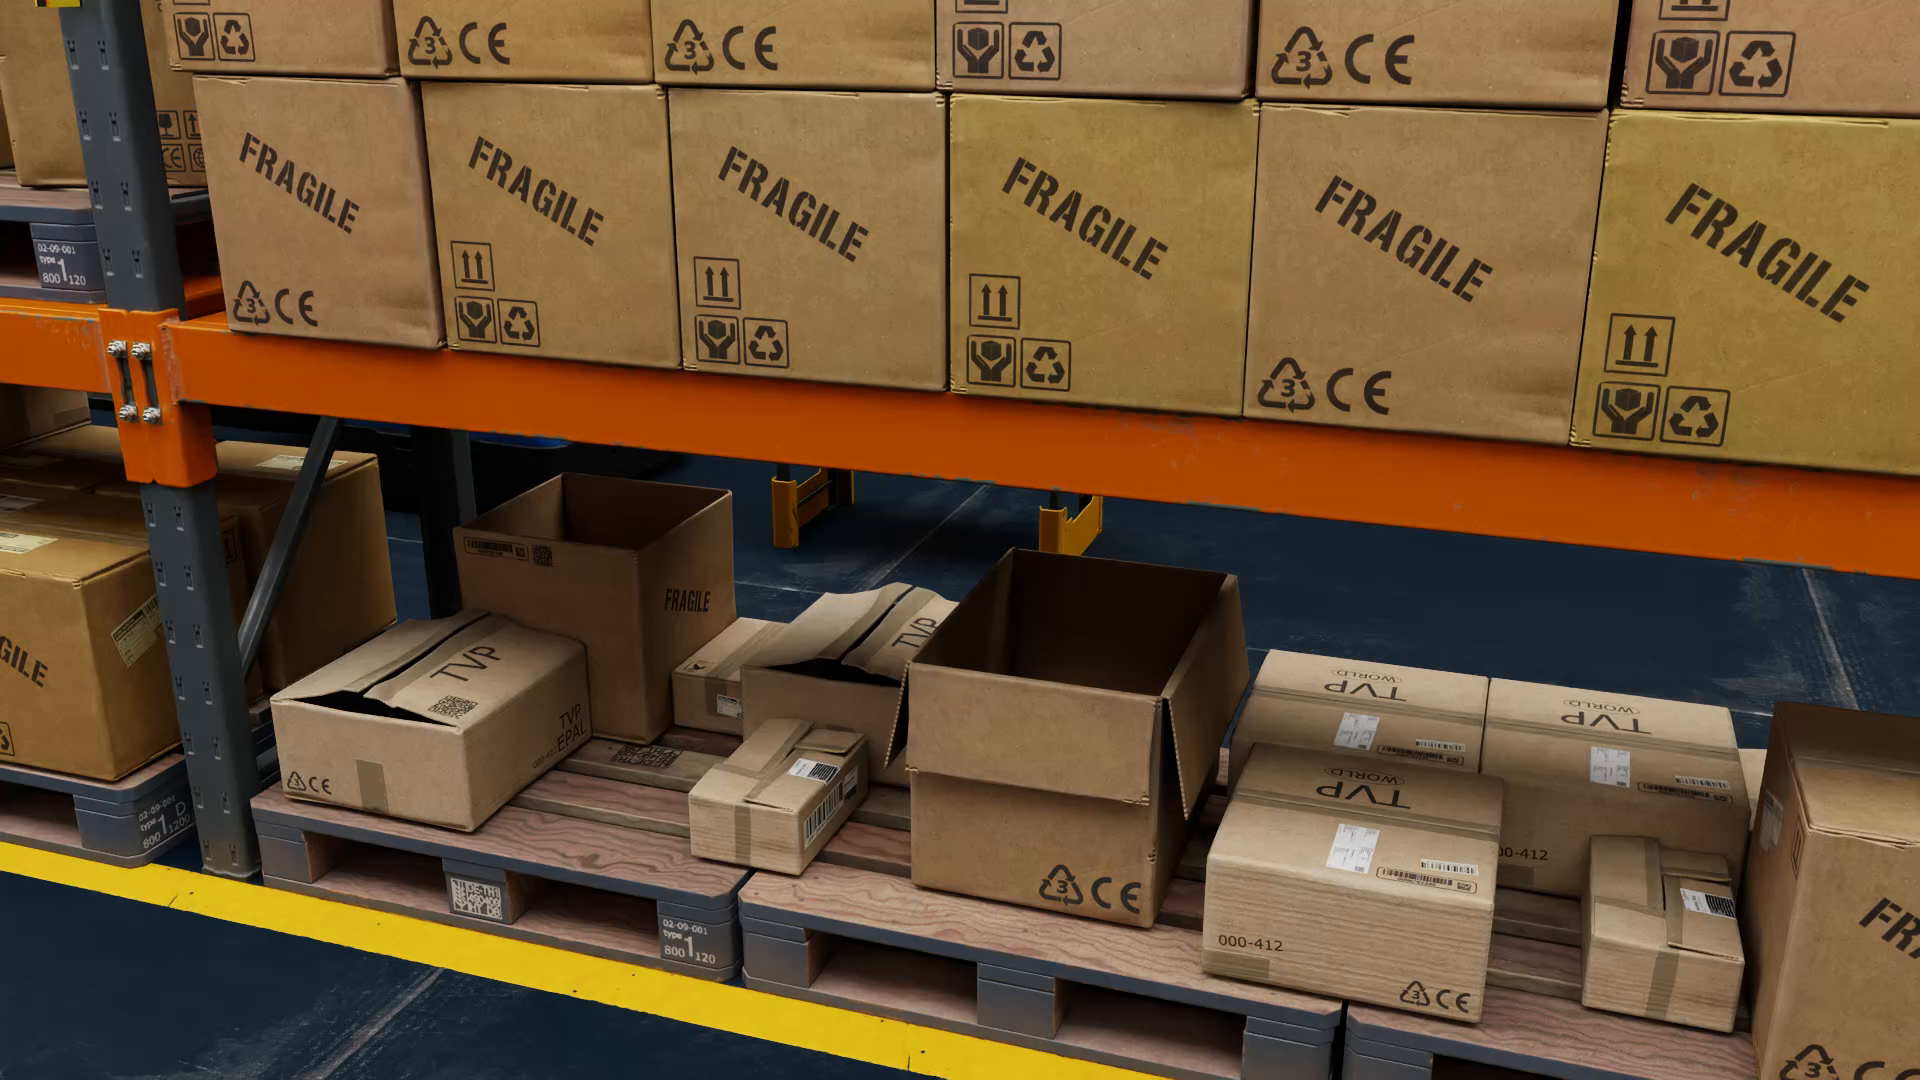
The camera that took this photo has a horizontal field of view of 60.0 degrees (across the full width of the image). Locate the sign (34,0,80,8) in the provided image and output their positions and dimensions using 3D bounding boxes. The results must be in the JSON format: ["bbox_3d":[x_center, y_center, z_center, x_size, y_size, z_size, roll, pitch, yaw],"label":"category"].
[{"bbox_3d":[-1.711,-1.165,3.101,0.005,0.325,0.100,7,20,18],"label":"sign"}]

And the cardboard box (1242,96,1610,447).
[{"bbox_3d":[0.774,-0.480,2.745,0.500,0.500,0.500,7,20,18],"label":"cardboard box"}]

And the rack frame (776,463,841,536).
[{"bbox_3d":[-0.561,-0.772,6.013,0.032,1.500,0.500,7,20,18],"label":"rack frame"}]

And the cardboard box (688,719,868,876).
[{"bbox_3d":[-0.386,0.542,3.600,0.250,0.166,0.380,7,20,18],"label":"cardboard box"}]

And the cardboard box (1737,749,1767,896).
[{"bbox_3d":[1.728,0.592,3.456,0.250,0.166,0.380,7,20,18],"label":"cardboard box"}]

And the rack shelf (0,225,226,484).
[{"bbox_3d":[-3.421,-0.667,4.526,4.000,0.370,1.077,7,20,18],"label":"rack shelf"}]

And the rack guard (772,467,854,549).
[{"bbox_3d":[-0.542,-0.180,6.213,0.087,0.250,0.587,7,20,18],"label":"rack guard"}]

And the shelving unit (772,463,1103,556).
[{"bbox_3d":[-0.072,-0.716,5.853,1.083,1.500,0.587,7,20,18],"label":"shelving unit"}]

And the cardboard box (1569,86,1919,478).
[{"bbox_3d":[1.243,-0.425,2.586,0.500,0.500,0.500,7,20,19],"label":"cardboard box"}]

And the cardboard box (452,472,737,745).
[{"bbox_3d":[-0.901,0.155,4.203,0.500,0.500,0.500,7,20,18],"label":"cardboard box"}]

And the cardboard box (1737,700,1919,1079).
[{"bbox_3d":[1.652,0.632,2.836,0.500,0.500,0.500,7,20,18],"label":"cardboard box"}]

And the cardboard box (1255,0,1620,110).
[{"bbox_3d":[0.767,-0.950,2.572,0.500,0.500,0.500,7,20,20],"label":"cardboard box"}]

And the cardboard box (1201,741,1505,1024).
[{"bbox_3d":[0.765,0.638,3.198,0.500,0.250,0.500,7,20,18],"label":"cardboard box"}]

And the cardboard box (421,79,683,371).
[{"bbox_3d":[-0.655,-0.644,3.215,0.500,0.500,0.500,7,20,19],"label":"cardboard box"}]

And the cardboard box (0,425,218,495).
[{"bbox_3d":[-2.416,0.000,4.650,0.500,0.500,0.500,7,20,19],"label":"cardboard box"}]

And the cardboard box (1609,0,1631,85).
[{"bbox_3d":[1.418,-1.062,2.895,0.500,0.500,0.500,7,20,19],"label":"cardboard box"}]

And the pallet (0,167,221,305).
[{"bbox_3d":[-2.251,-0.820,4.165,1.213,0.211,1.003,7,20,18],"label":"pallet"}]

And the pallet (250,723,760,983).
[{"bbox_3d":[-0.883,0.600,4.033,1.213,0.211,1.003,7,20,18],"label":"pallet"}]

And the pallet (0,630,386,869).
[{"bbox_3d":[-2.313,0.450,4.465,1.213,0.211,1.003,7,20,18],"label":"pallet"}]

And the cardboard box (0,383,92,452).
[{"bbox_3d":[-2.853,-0.408,4.681,0.500,0.250,0.500,7,20,18],"label":"cardboard box"}]

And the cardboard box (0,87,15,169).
[{"bbox_3d":[-2.576,-1.212,4.205,0.500,0.500,0.700,10,22,27],"label":"cardboard box"}]

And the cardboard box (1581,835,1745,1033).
[{"bbox_3d":[1.299,0.717,3.097,0.250,0.166,0.380,7,20,18],"label":"cardboard box"}]

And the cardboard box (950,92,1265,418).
[{"bbox_3d":[0.298,-0.535,2.901,0.500,0.500,0.500,6,20,17],"label":"cardboard box"}]

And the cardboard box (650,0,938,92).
[{"bbox_3d":[-0.206,-1.061,2.891,0.500,0.500,0.500,6,20,16],"label":"cardboard box"}]

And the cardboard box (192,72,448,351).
[{"bbox_3d":[-1.140,-0.698,3.370,0.500,0.500,0.500,7,20,19],"label":"cardboard box"}]

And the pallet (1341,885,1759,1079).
[{"bbox_3d":[1.421,0.864,3.277,1.213,0.211,1.003,7,20,18],"label":"pallet"}]

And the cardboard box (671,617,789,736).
[{"bbox_3d":[-0.527,0.343,4.199,0.250,0.149,0.380,7,20,18],"label":"cardboard box"}]

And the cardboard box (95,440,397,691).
[{"bbox_3d":[-1.909,0.054,4.494,0.500,0.500,0.500,6,20,16],"label":"cardboard box"}]

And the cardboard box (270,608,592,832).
[{"bbox_3d":[-1.206,0.384,3.835,0.500,0.311,0.500,7,20,18],"label":"cardboard box"}]

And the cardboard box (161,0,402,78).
[{"bbox_3d":[-1.179,-1.172,3.210,0.500,0.500,0.500,7,20,19],"label":"cardboard box"}]

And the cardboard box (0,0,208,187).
[{"bbox_3d":[-1.906,-1.157,4.049,0.500,0.500,0.700,0,19,0],"label":"cardboard box"}]

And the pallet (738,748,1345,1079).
[{"bbox_3d":[0.273,0.732,3.657,1.213,0.211,1.003,7,20,18],"label":"pallet"}]

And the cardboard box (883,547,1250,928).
[{"bbox_3d":[0.245,0.382,3.549,0.637,0.503,0.797,7,20,18],"label":"cardboard box"}]

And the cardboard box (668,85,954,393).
[{"bbox_3d":[-0.183,-0.589,3.058,0.500,0.500,0.500,6,20,18],"label":"cardboard box"}]

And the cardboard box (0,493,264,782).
[{"bbox_3d":[-2.092,0.218,4.024,0.500,0.500,0.500,6,20,18],"label":"cardboard box"}]

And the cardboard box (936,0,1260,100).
[{"bbox_3d":[0.282,-1.005,2.731,0.500,0.500,0.500,7,20,20],"label":"cardboard box"}]

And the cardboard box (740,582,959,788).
[{"bbox_3d":[-0.192,0.325,4.002,0.500,0.311,0.500,7,20,18],"label":"cardboard box"}]

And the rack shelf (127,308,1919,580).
[{"bbox_3d":[0.357,-0.235,3.287,4.000,0.370,1.077,7,20,18],"label":"rack shelf"}]

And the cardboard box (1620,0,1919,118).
[{"bbox_3d":[1.259,-0.895,2.416,0.500,0.500,0.500,7,20,20],"label":"cardboard box"}]

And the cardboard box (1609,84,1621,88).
[{"bbox_3d":[1.425,-0.590,3.060,0.500,0.500,0.500,6,20,18],"label":"cardboard box"}]

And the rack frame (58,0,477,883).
[{"bbox_3d":[-1.532,-0.791,3.788,0.127,3.000,1.000,7,20,18],"label":"rack frame"}]

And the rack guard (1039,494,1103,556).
[{"bbox_3d":[0.398,-0.072,5.904,0.087,0.250,0.587,7,20,18],"label":"rack guard"}]

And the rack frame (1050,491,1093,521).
[{"bbox_3d":[0.400,-0.663,5.698,0.032,1.500,0.500,7,20,18],"label":"rack frame"}]

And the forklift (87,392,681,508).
[{"bbox_3d":[-2.680,-1.761,6.675,3.031,2.935,1.130,8,21,21],"label":"forklift"}]

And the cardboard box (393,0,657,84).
[{"bbox_3d":[-0.692,-1.116,3.050,0.500,0.500,0.500,6,20,16],"label":"cardboard box"}]

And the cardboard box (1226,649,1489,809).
[{"bbox_3d":[0.882,0.477,3.660,0.500,0.250,0.500,7,20,18],"label":"cardboard box"}]

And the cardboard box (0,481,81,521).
[{"bbox_3d":[-2.556,0.162,4.185,0.500,0.500,0.500,7,20,18],"label":"cardboard box"}]

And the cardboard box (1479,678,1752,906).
[{"bbox_3d":[1.354,0.531,3.505,0.500,0.250,0.500,7,20,18],"label":"cardboard box"}]
